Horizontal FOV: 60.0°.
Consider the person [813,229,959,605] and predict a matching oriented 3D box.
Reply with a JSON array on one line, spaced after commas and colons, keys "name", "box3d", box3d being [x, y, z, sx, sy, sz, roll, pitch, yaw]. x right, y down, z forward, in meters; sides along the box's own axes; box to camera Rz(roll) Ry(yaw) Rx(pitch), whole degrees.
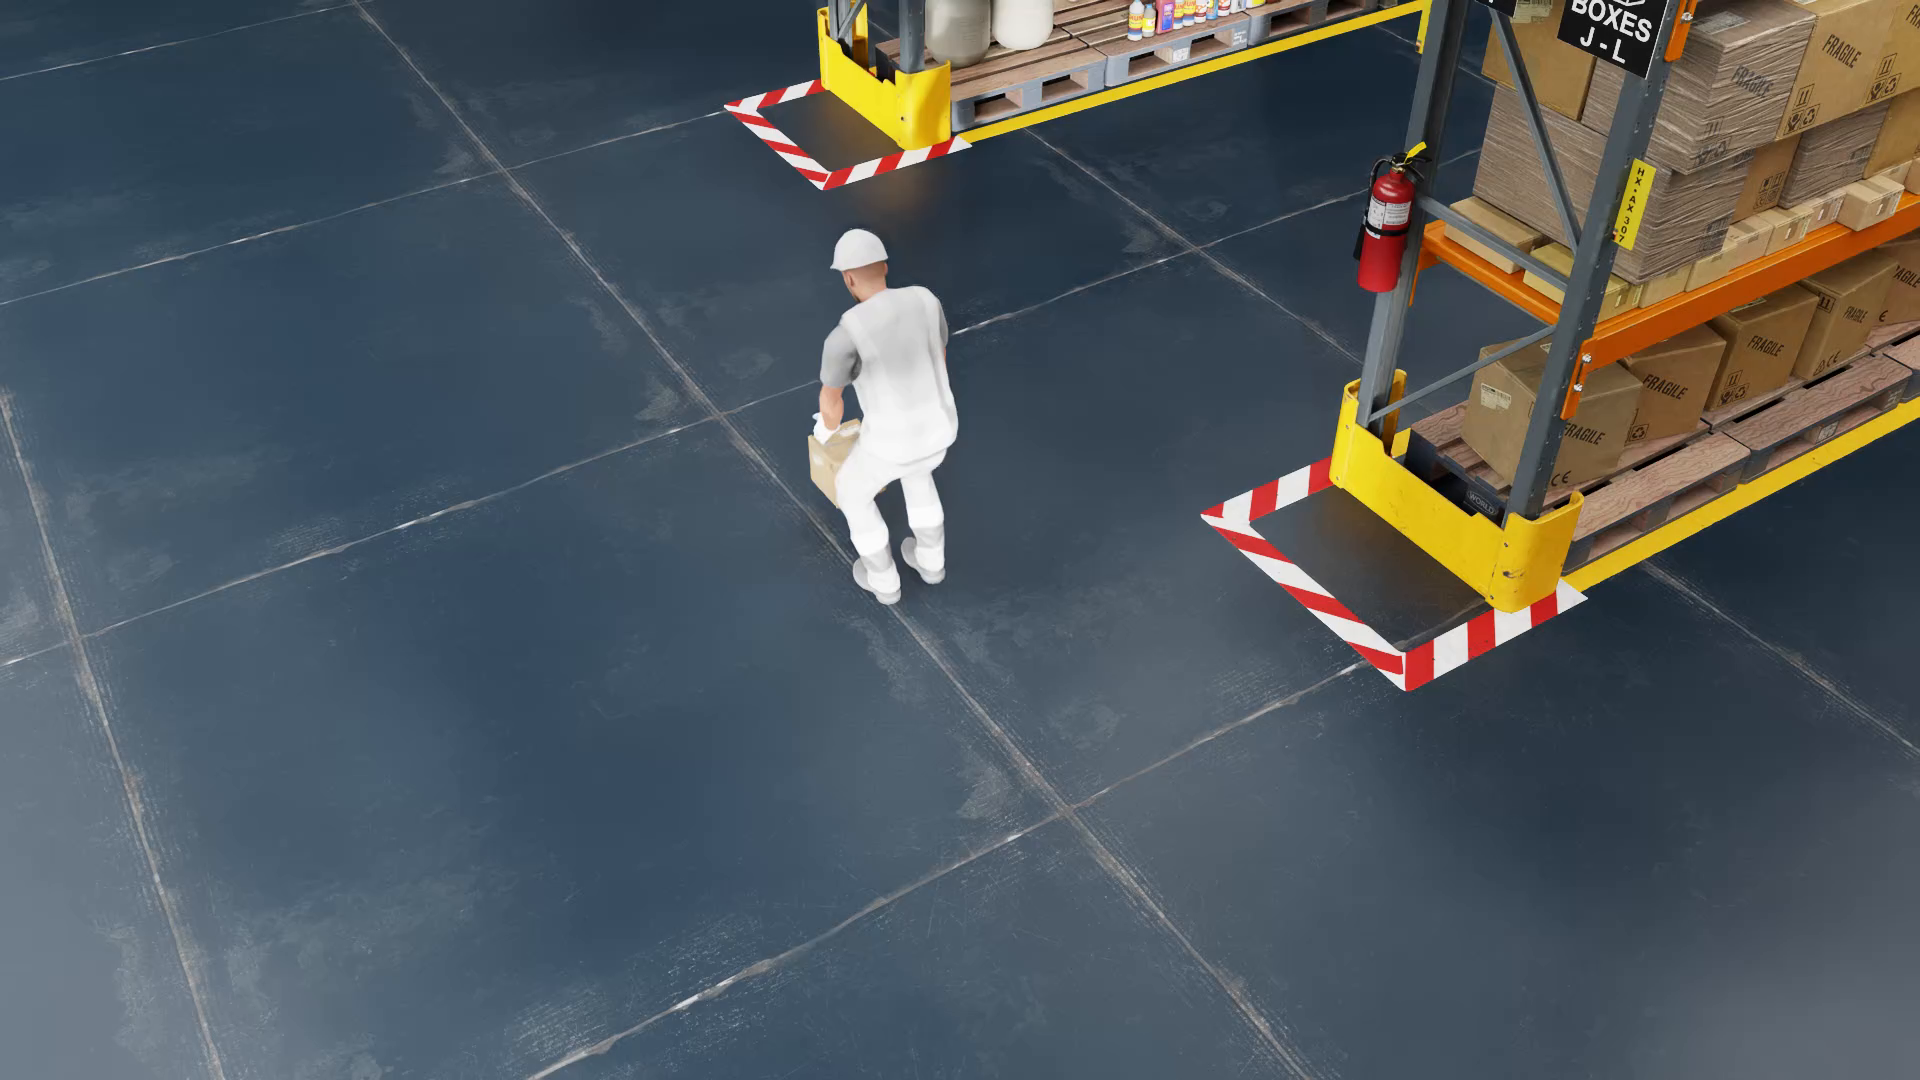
[{"name": "person", "box3d": [-0.305, -0.469, 6.801, 0.564, 1.647, 0.580, -22, 45, -23]}]
